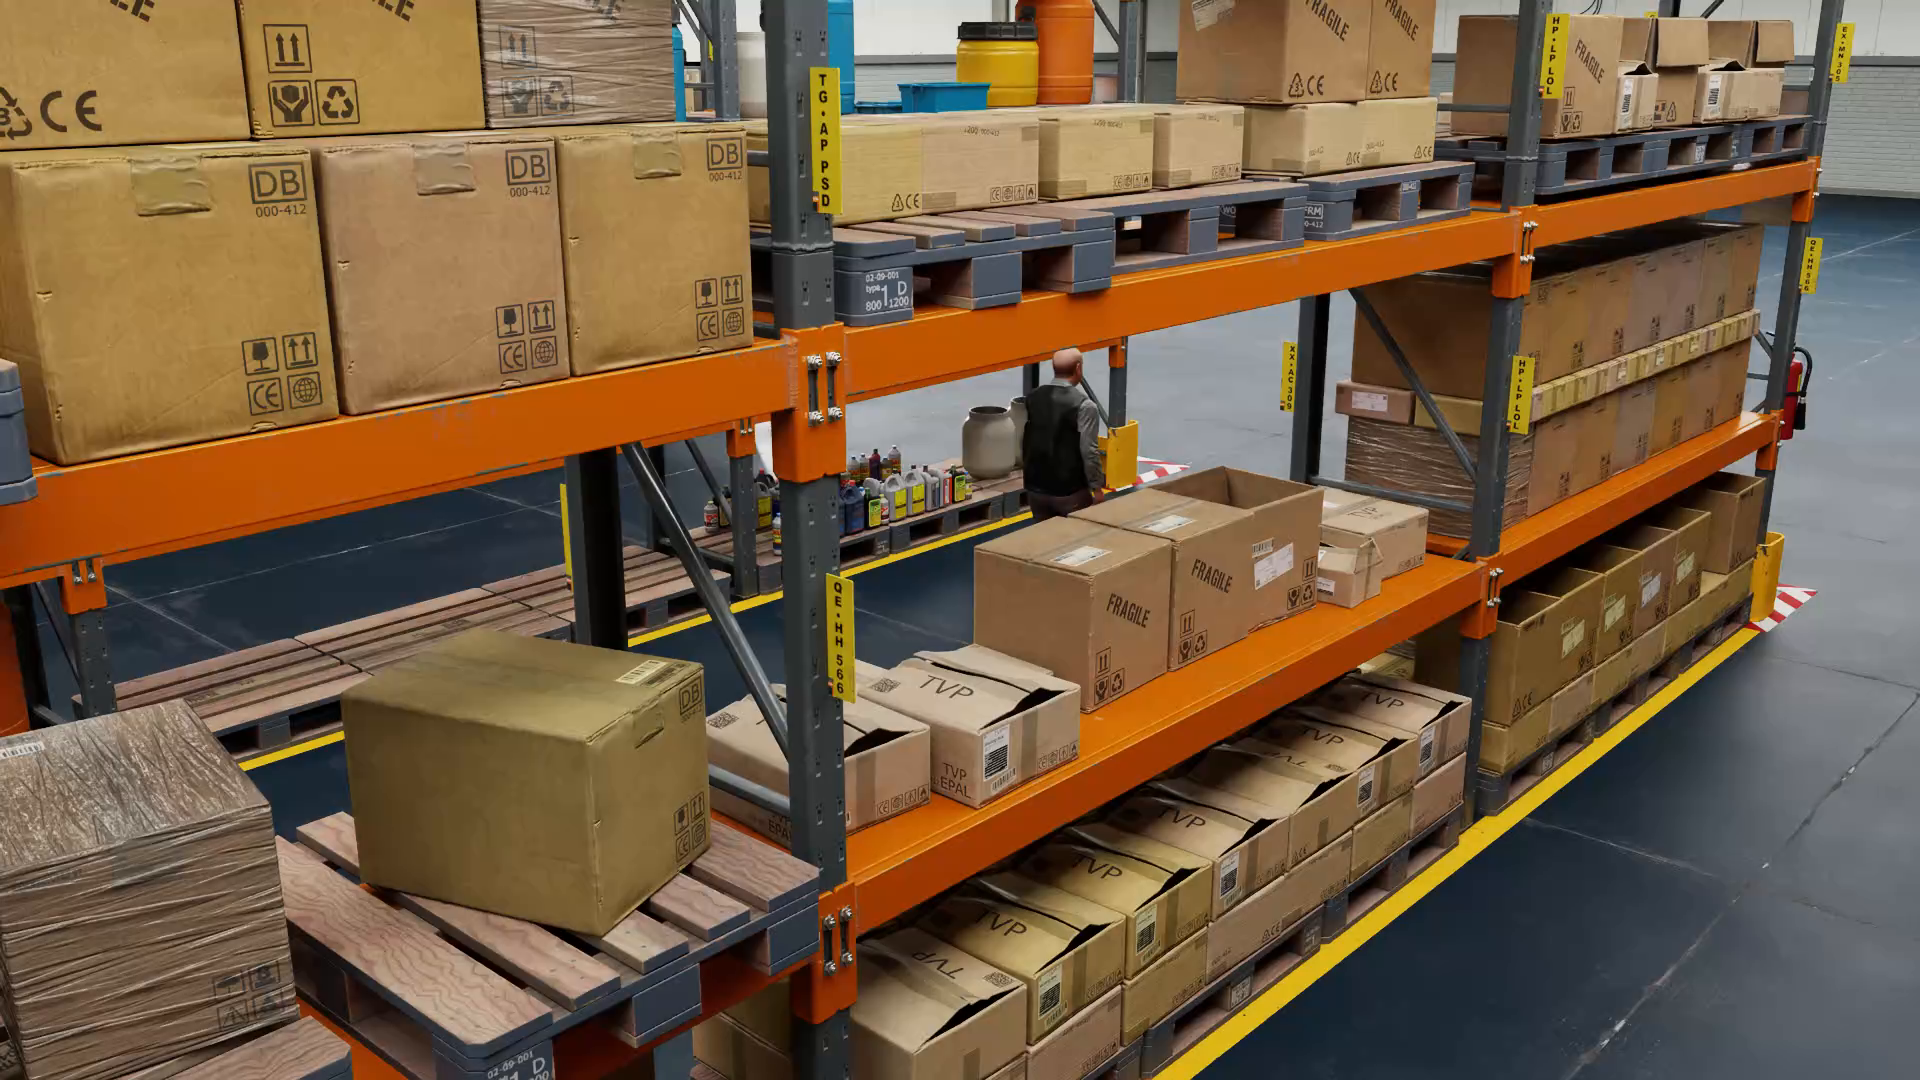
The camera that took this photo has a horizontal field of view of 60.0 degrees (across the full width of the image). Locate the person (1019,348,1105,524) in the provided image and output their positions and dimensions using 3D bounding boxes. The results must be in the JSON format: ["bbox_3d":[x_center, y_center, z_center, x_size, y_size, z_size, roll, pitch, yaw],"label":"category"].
[{"bbox_3d":[0.610,-0.312,10.118,0.579,1.720,0.420,14,22,38],"label":"person"}]
